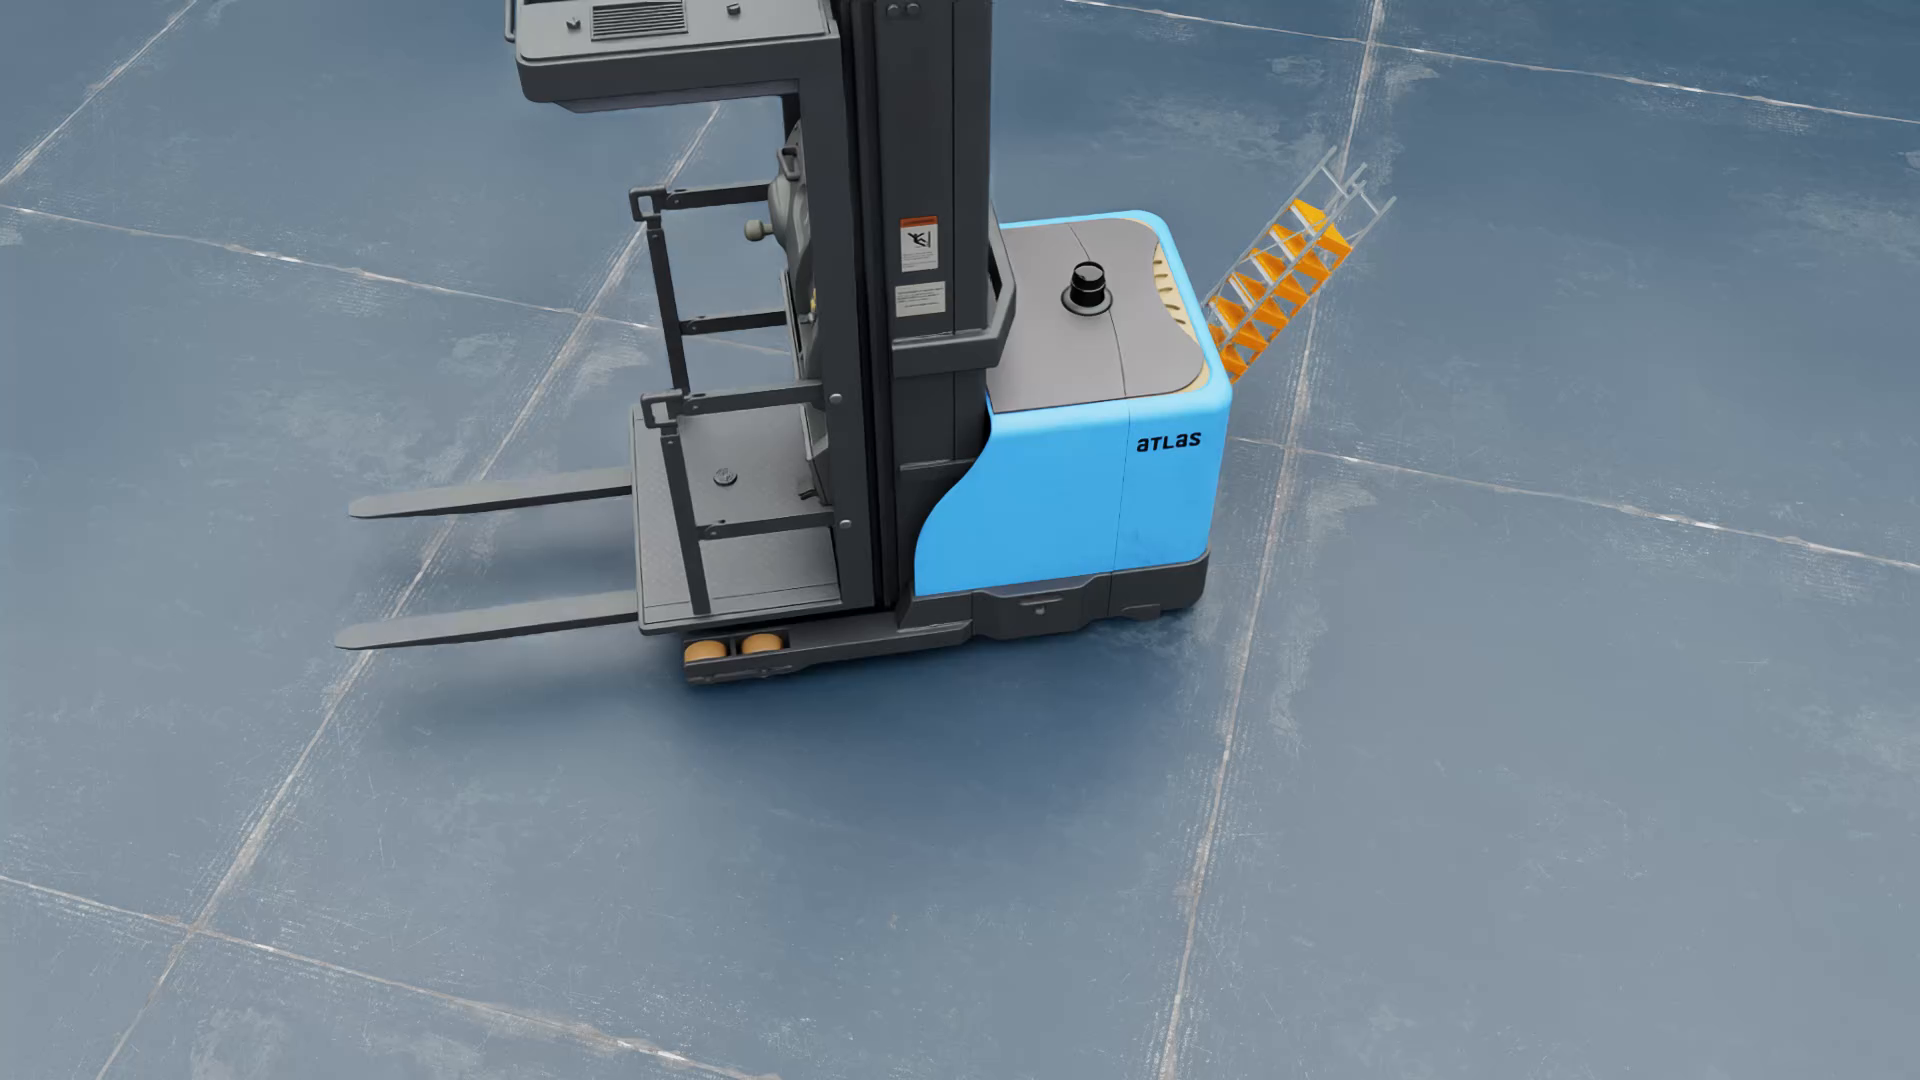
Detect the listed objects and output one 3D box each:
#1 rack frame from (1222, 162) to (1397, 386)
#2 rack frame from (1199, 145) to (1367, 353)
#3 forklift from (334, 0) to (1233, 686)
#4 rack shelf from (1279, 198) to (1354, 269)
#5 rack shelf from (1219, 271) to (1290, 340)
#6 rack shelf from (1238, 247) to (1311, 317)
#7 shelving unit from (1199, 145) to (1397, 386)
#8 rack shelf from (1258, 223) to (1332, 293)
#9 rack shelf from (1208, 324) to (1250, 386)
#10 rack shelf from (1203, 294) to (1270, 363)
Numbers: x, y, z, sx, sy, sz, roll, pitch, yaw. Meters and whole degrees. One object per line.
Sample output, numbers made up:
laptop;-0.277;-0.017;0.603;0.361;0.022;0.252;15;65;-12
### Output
rack frame;1.213;-0.918;6.415;0.006;1.200;0.240;14;37;-39
rack frame;1.076;-0.953;6.300;0.006;1.200;0.240;14;37;-39
forklift;-0.683;-0.894;5.084;3.031;2.935;1.130;-7;49;-6
rack shelf;1.322;-1.151;6.210;0.180;0.103;0.258;14;37;-39
rack shelf;1.120;-0.905;6.378;0.180;0.103;0.258;14;37;-39
rack shelf;1.187;-0.987;6.322;0.180;0.103;0.258;14;37;-39
shelving unit;1.145;-0.936;6.357;0.189;1.200;0.258;14;37;-39
rack shelf;1.255;-1.069;6.266;0.180;0.103;0.258;14;37;-39
rack shelf;0.984;-0.742;6.490;0.180;0.103;0.258;14;37;-39
rack shelf;1.052;-0.823;6.434;0.180;0.103;0.258;14;37;-39
